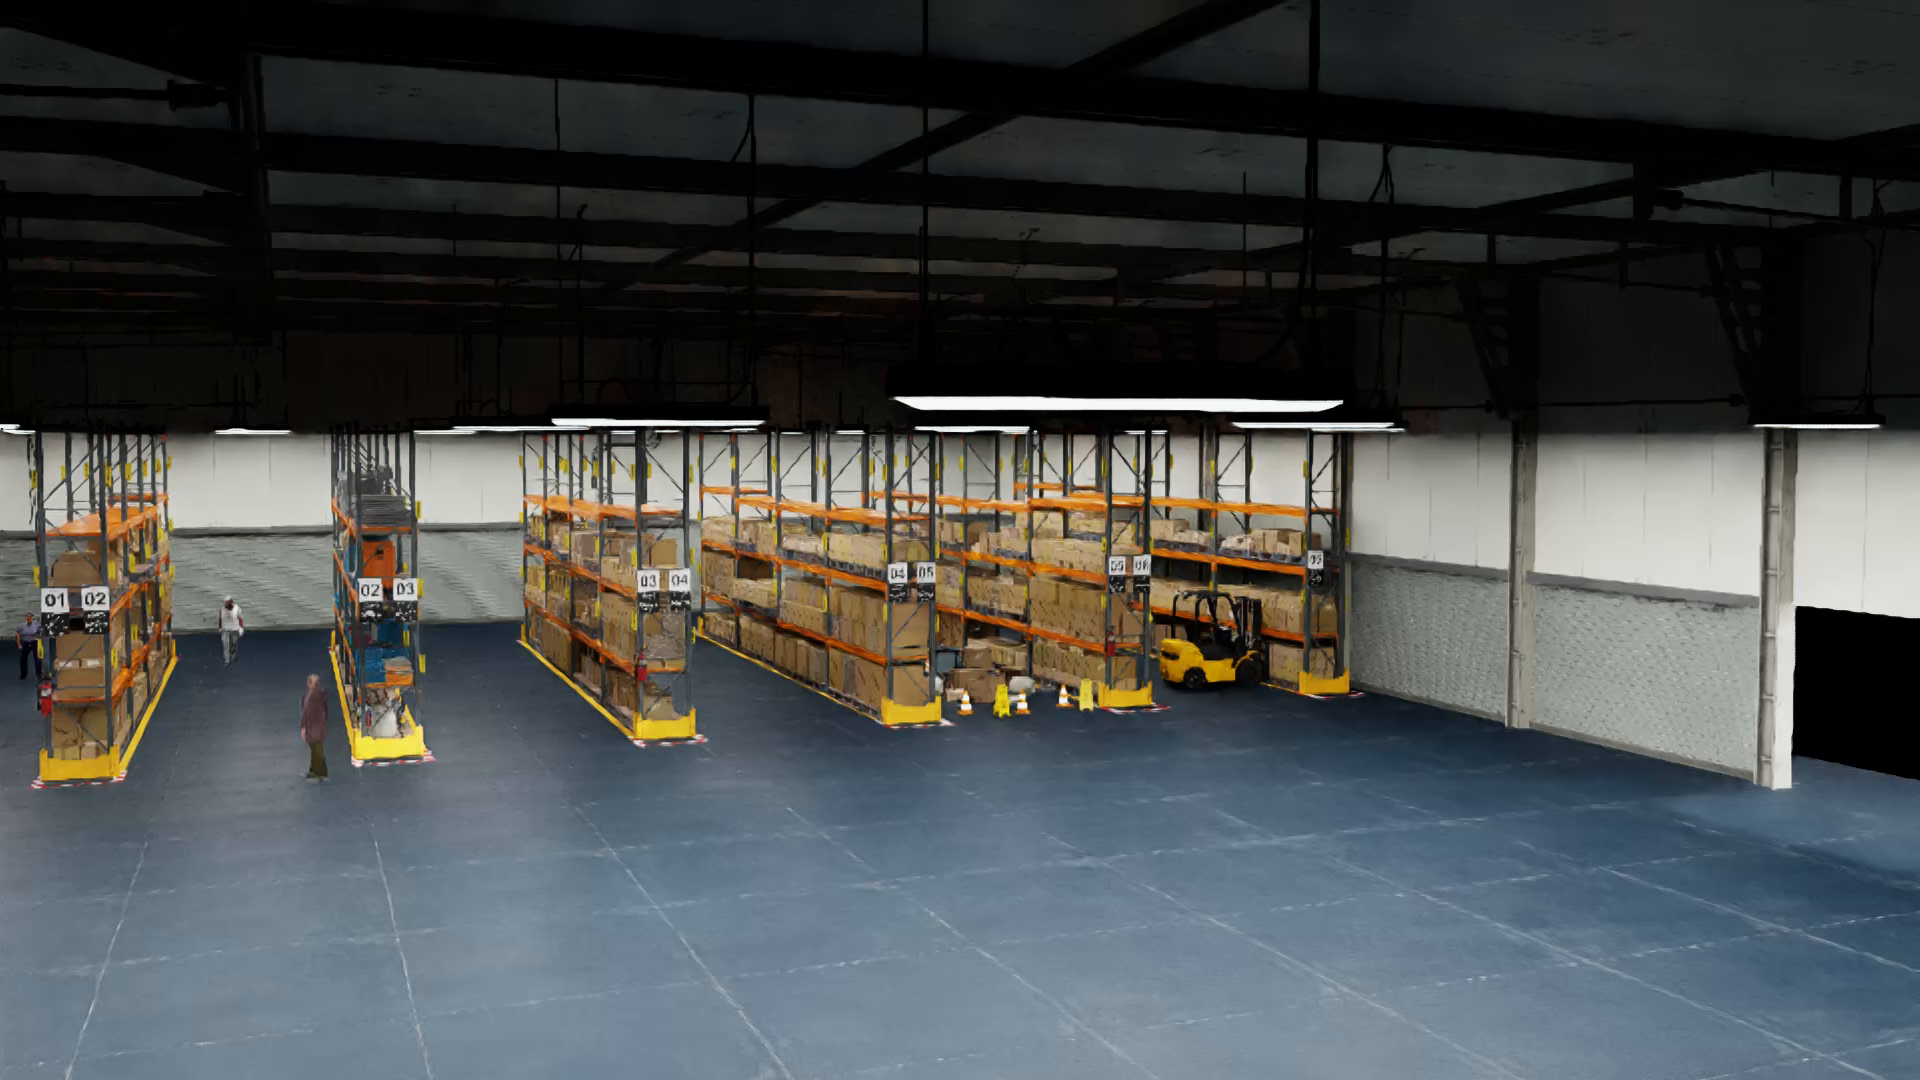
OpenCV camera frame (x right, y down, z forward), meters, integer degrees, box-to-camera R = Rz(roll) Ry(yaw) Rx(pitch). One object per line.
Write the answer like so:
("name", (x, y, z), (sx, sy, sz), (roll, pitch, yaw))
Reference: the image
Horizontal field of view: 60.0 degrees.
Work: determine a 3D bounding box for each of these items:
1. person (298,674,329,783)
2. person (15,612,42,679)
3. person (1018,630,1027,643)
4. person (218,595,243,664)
("person", (-10.726, 3.099, 27.539), (0.630, 1.763, 0.677), (0, 4, 5))
("person", (-21.889, 2.494, 39.173), (0.625, 1.581, 0.510), (-2, 4, -24))
("person", (1.659, 2.116, 44.329), (0.569, 1.641, 0.563), (1, 4, 10))
("person", (-18.381, 2.239, 41.911), (0.579, 1.732, 1.042), (-2, 4, -23))
